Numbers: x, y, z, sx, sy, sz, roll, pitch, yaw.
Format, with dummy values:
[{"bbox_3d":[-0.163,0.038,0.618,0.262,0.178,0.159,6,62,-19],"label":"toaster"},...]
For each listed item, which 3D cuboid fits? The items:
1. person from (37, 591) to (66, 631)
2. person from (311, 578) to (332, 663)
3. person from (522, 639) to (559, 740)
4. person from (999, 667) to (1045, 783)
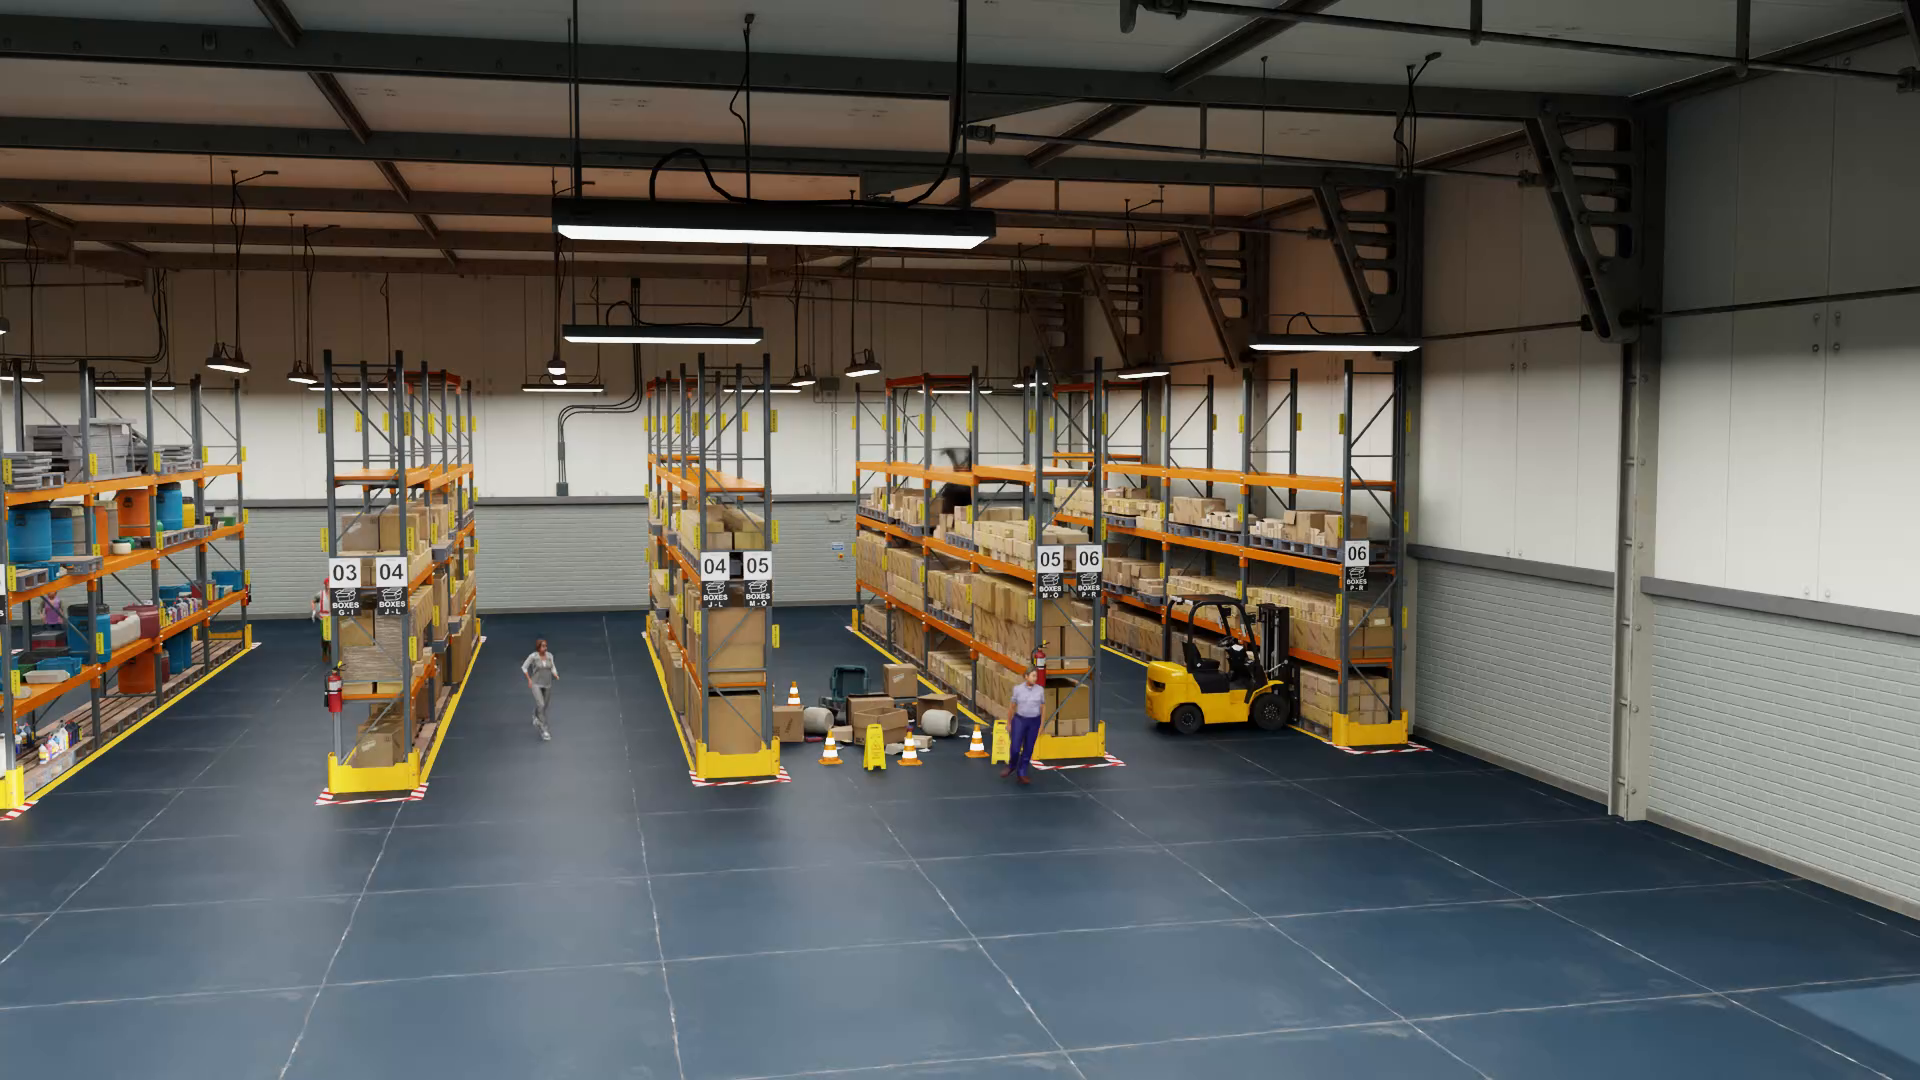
[{"bbox_3d":[-19.238,1.781,35.225,0.533,1.571,0.578,-2,4,-26],"label":"person"},{"bbox_3d":[-13.231,1.683,34.859,0.648,1.783,0.699,-2,4,-26],"label":"person"},{"bbox_3d":[-6.759,2.369,26.698,0.519,1.579,0.844,-3,5,-36],"label":"person"},{"bbox_3d":[0.876,2.576,23.135,0.616,1.617,0.461,-1,4,-14],"label":"person"}]
